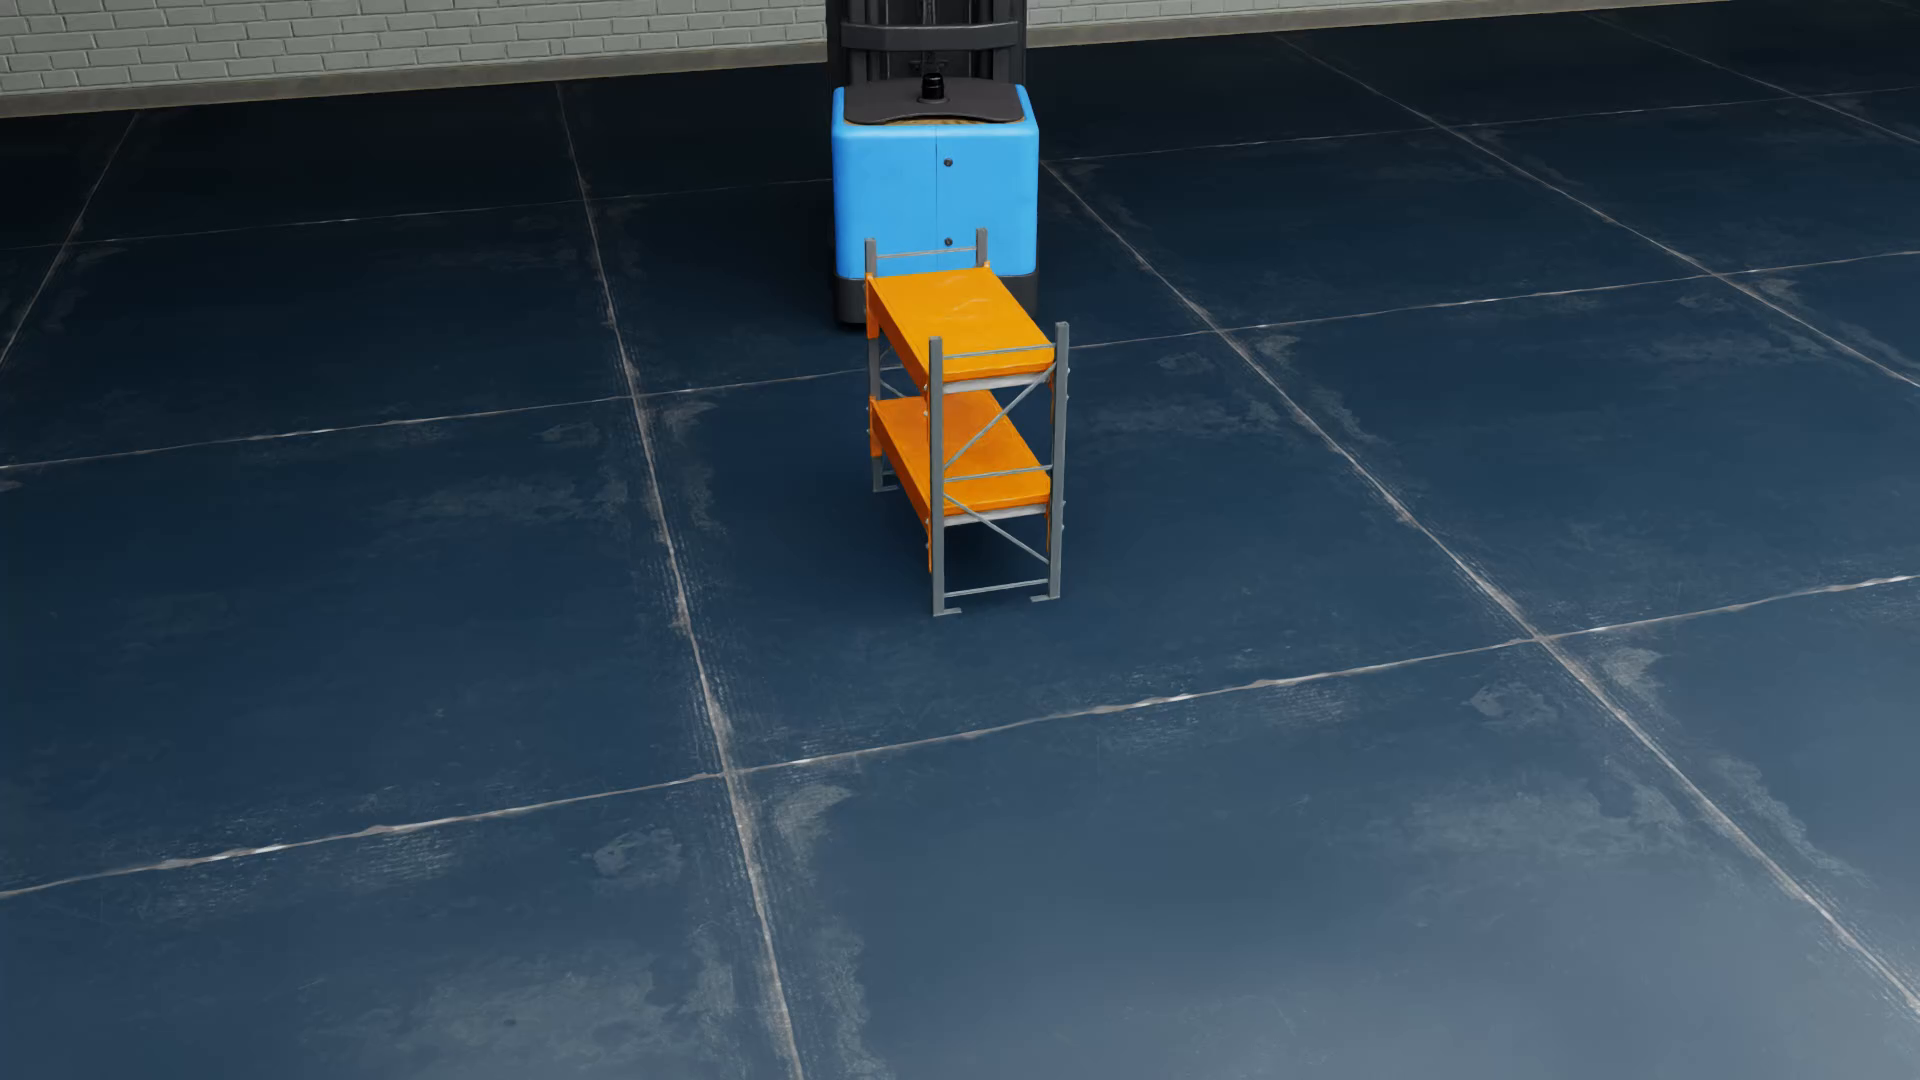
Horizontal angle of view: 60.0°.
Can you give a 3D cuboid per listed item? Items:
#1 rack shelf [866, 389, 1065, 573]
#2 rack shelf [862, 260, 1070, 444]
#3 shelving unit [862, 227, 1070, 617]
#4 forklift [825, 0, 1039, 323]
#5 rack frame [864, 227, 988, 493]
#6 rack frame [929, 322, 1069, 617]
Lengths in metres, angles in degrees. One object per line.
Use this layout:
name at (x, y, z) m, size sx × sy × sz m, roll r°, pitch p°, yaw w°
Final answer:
rack shelf at (0.002, -0.272, 6.585) m, size 0.538 × 0.278 × 1.000 m, roll -8°, pitch 31°, yaw -13°
rack shelf at (0.002, -0.737, 6.316) m, size 0.538 × 0.278 × 1.000 m, roll -8°, pitch 31°, yaw -13°
shelving unit at (0.002, -0.484, 6.463) m, size 0.538 × 1.125 × 1.048 m, roll -8°, pitch 31°, yaw -13°
forklift at (-0.197, -3.085, 9.153) m, size 1.130 × 2.935 × 3.031 m, roll -2°, pitch 30°, yaw -3°
rack frame at (-0.133, -0.729, 6.887) m, size 0.500 × 1.125 × 0.032 m, roll -8°, pitch 31°, yaw -13°
rack frame at (0.137, -0.238, 6.038) m, size 0.500 × 1.125 × 0.032 m, roll -8°, pitch 31°, yaw -13°
